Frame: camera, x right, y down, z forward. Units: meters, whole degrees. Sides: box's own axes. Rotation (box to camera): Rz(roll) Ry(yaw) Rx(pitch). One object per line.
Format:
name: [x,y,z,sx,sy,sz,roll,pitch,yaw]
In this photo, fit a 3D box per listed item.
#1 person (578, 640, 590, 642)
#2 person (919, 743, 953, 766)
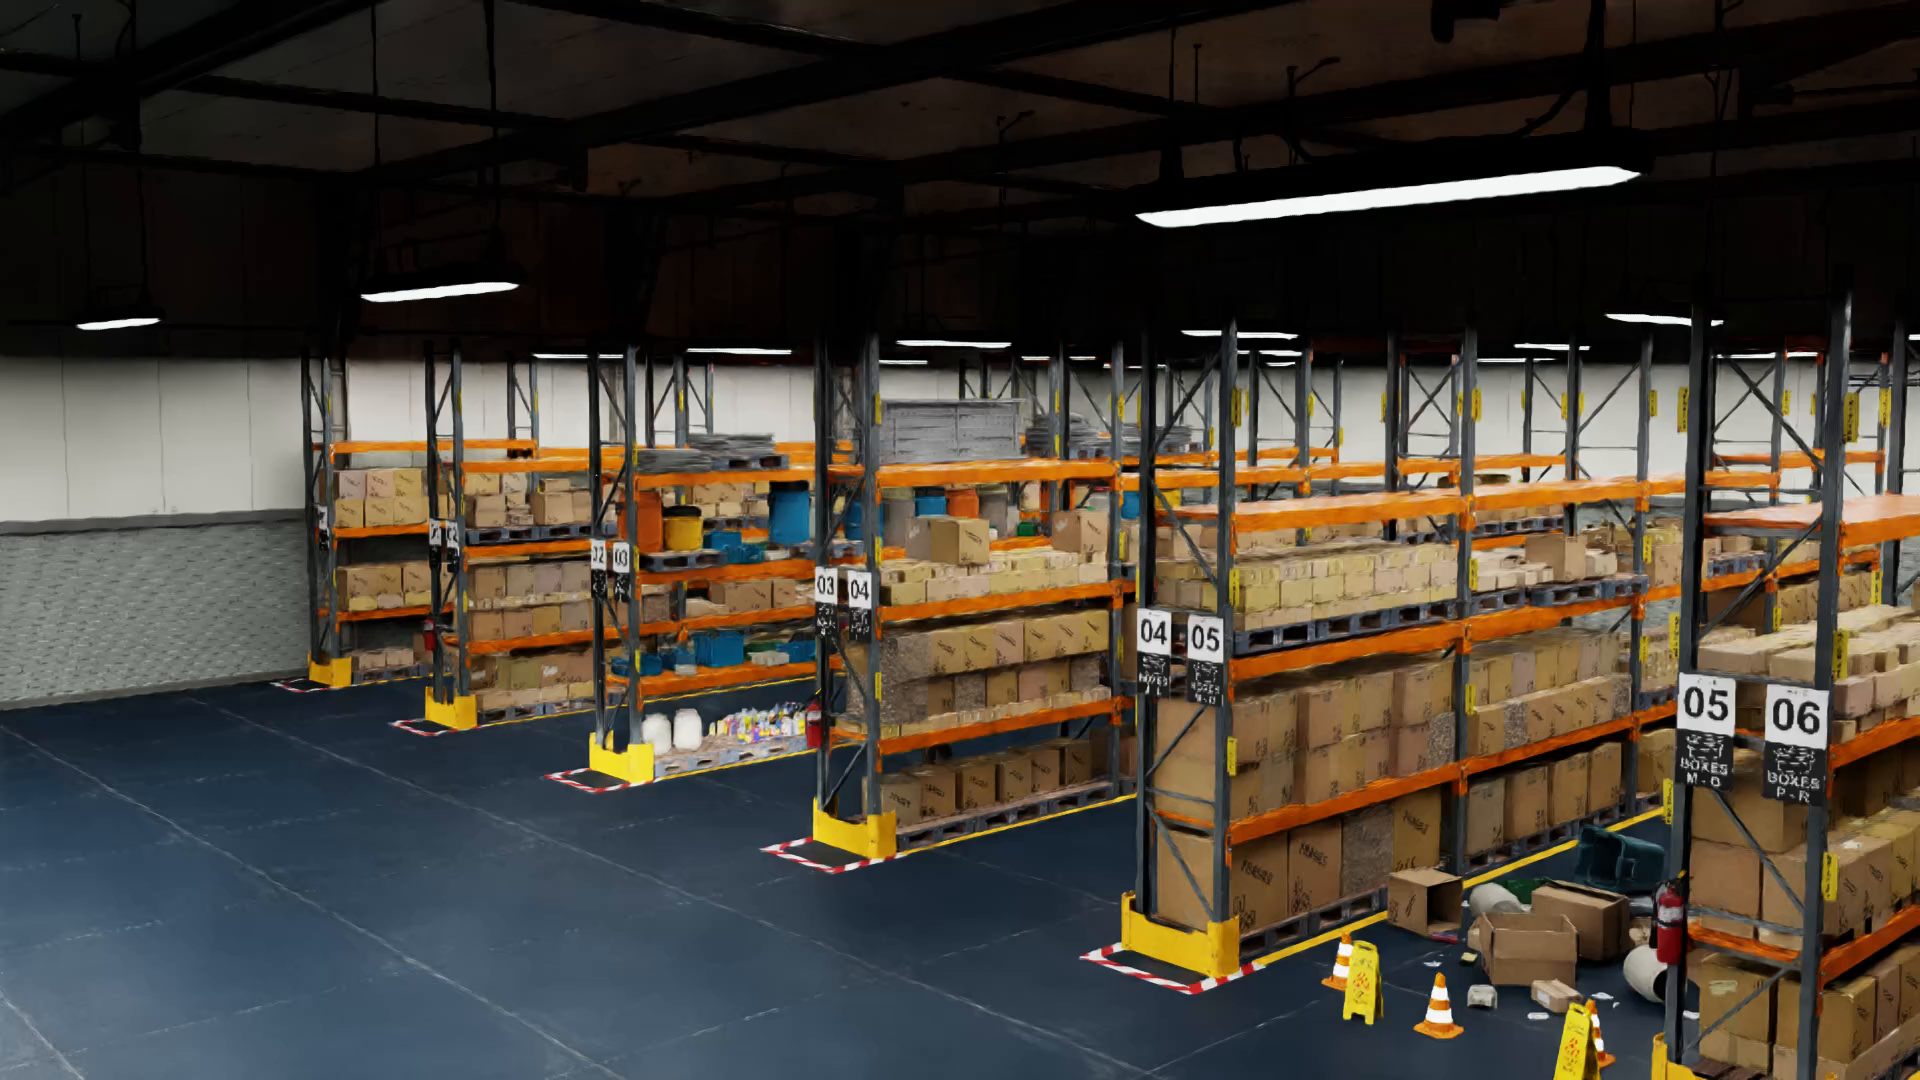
person: [-6.641,1.775,29.537,0.568,1.607,0.625,-5,7,-45]
person: [-0.408,2.391,22.750,0.580,1.519,1.104,4,6,39]
